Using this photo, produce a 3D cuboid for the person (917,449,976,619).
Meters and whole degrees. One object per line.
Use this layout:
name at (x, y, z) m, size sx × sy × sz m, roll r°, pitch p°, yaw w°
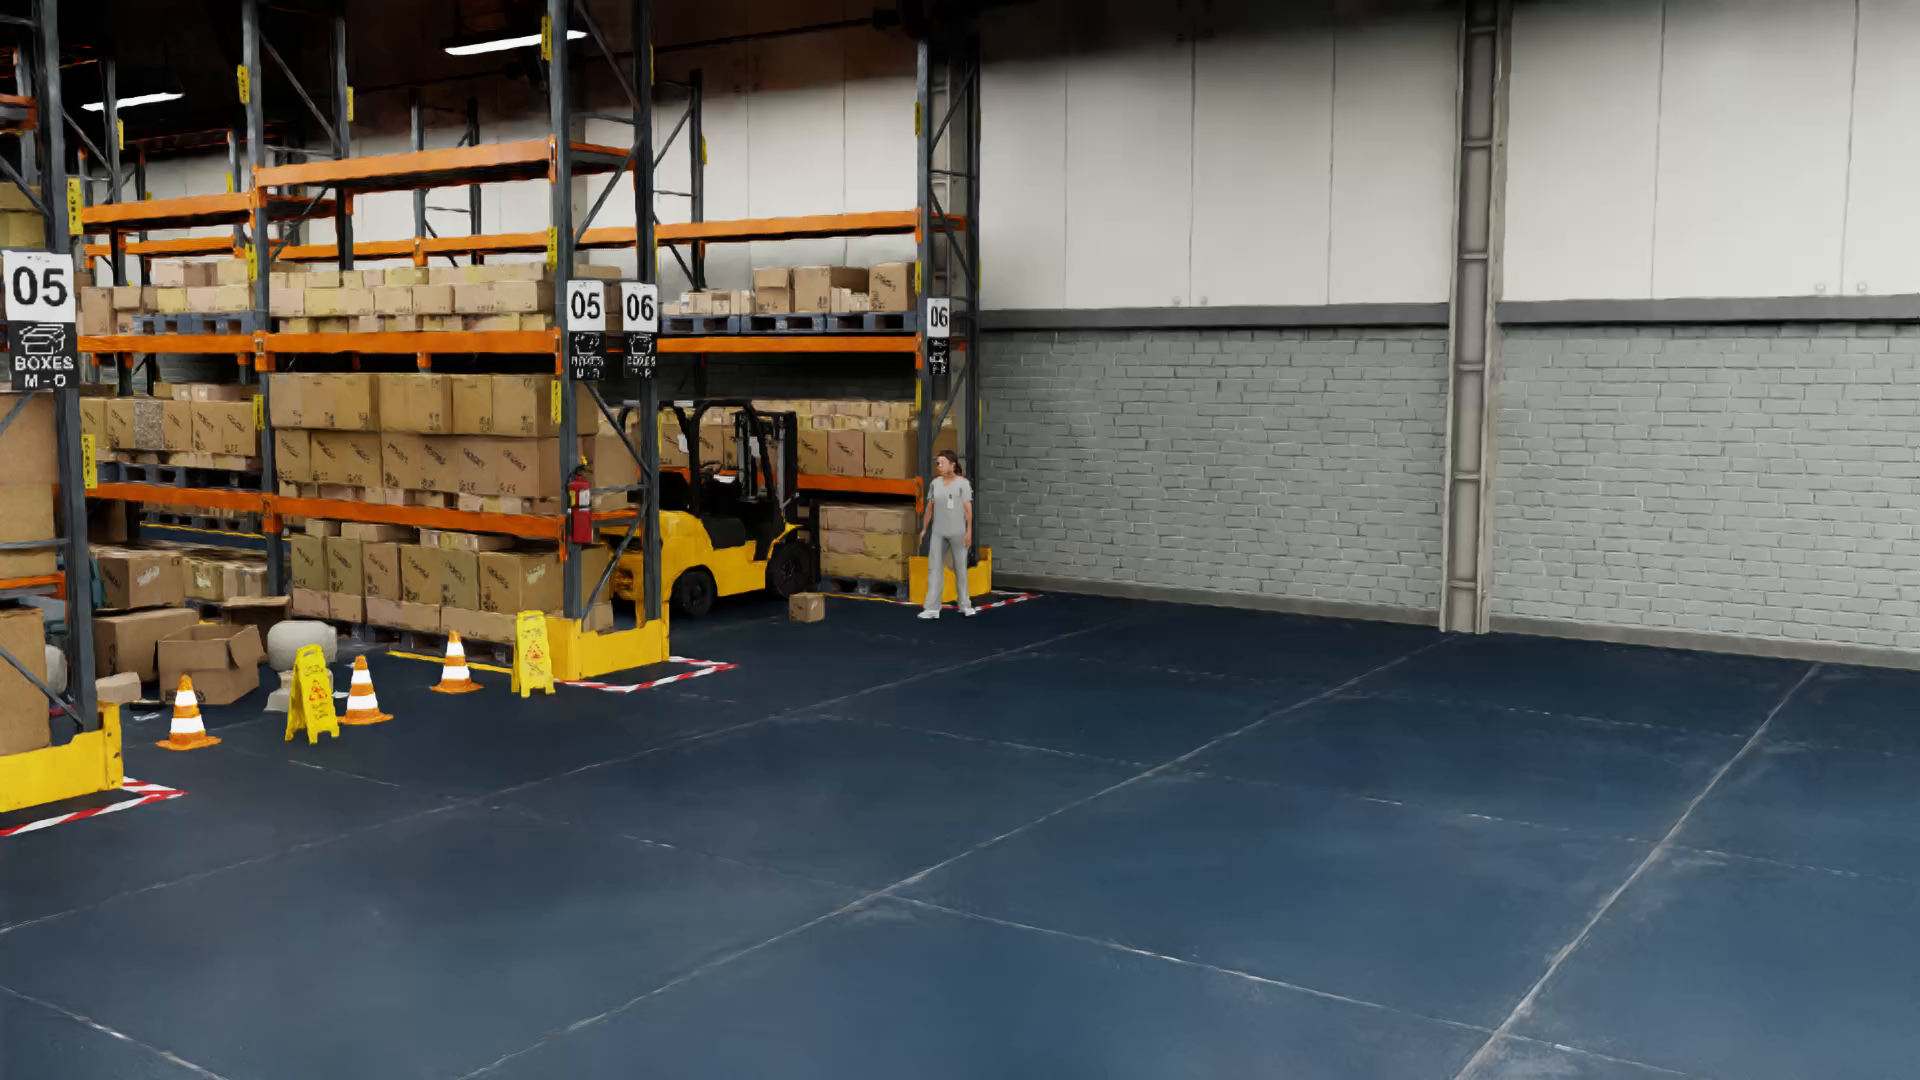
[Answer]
person at (-0.146, -0.062, 16.418) m, size 0.576 × 1.665 × 0.619 m, roll 2°, pitch 7°, yaw 19°
